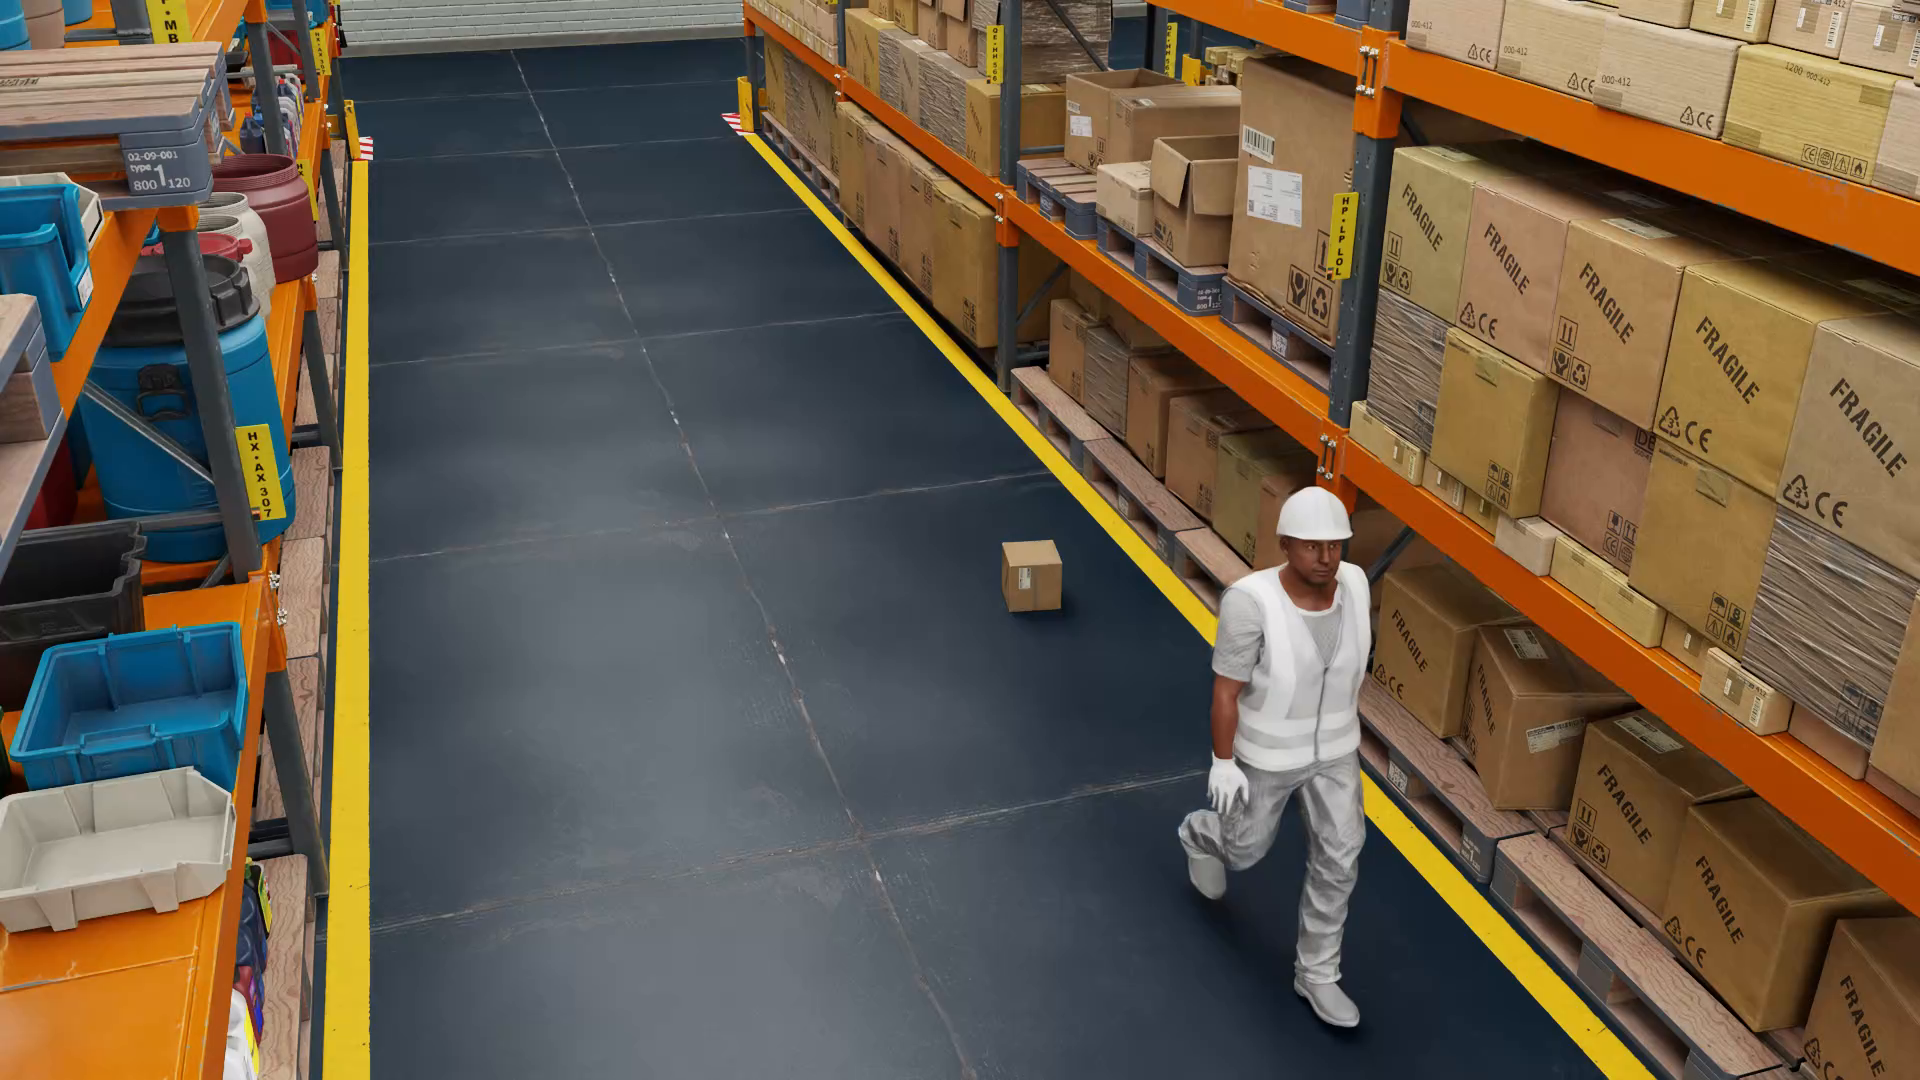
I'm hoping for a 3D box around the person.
[{"bbox_3d":[1.029,0.626,5.308,0.576,1.751,0.937,-7,27,-14],"label":"person"}]
